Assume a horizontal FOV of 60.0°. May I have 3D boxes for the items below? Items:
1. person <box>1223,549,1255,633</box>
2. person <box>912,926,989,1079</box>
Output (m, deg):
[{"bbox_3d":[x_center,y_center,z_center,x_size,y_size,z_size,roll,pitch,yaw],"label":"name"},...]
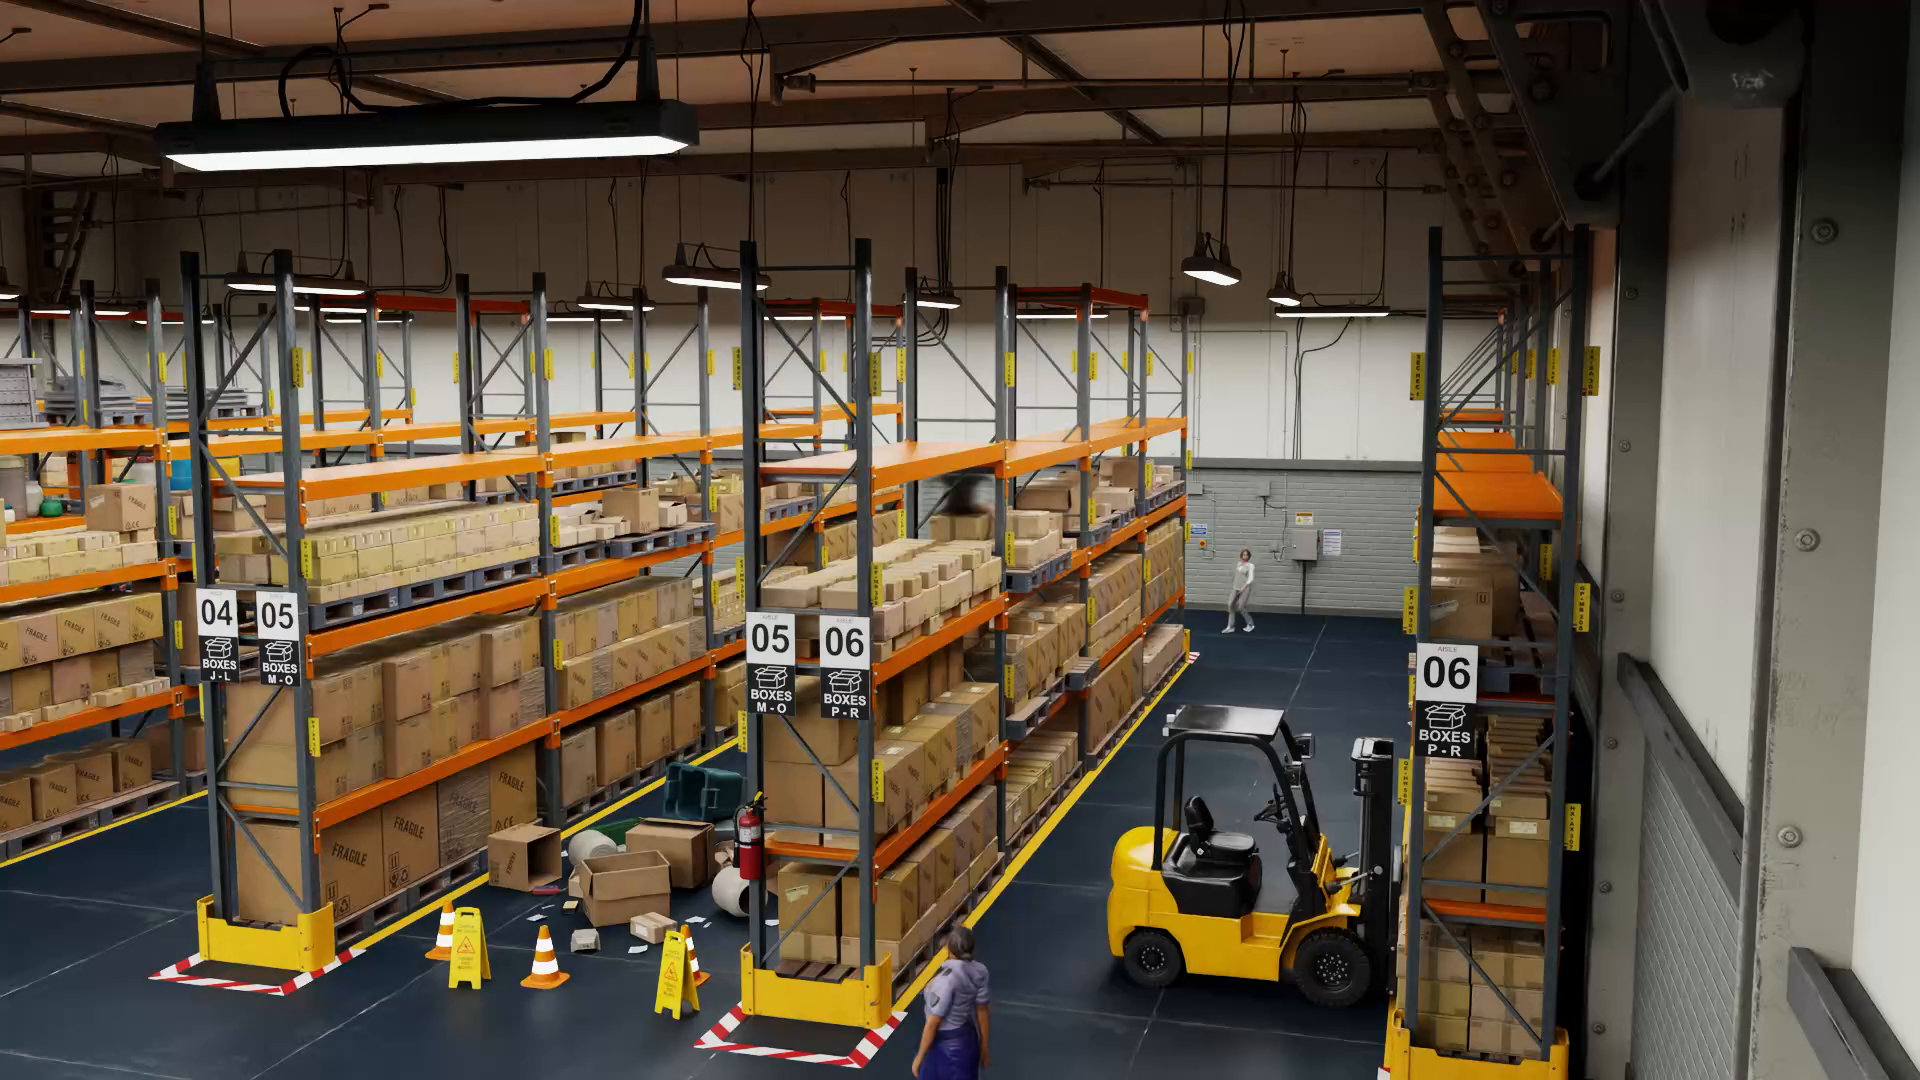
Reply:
[{"bbox_3d":[5.199,0.947,30.953,0.625,1.548,0.455,-5,8,-37],"label":"person"},{"bbox_3d":[-0.012,3.200,10.479,0.929,1.607,0.462,0,6,-1],"label":"person"}]
